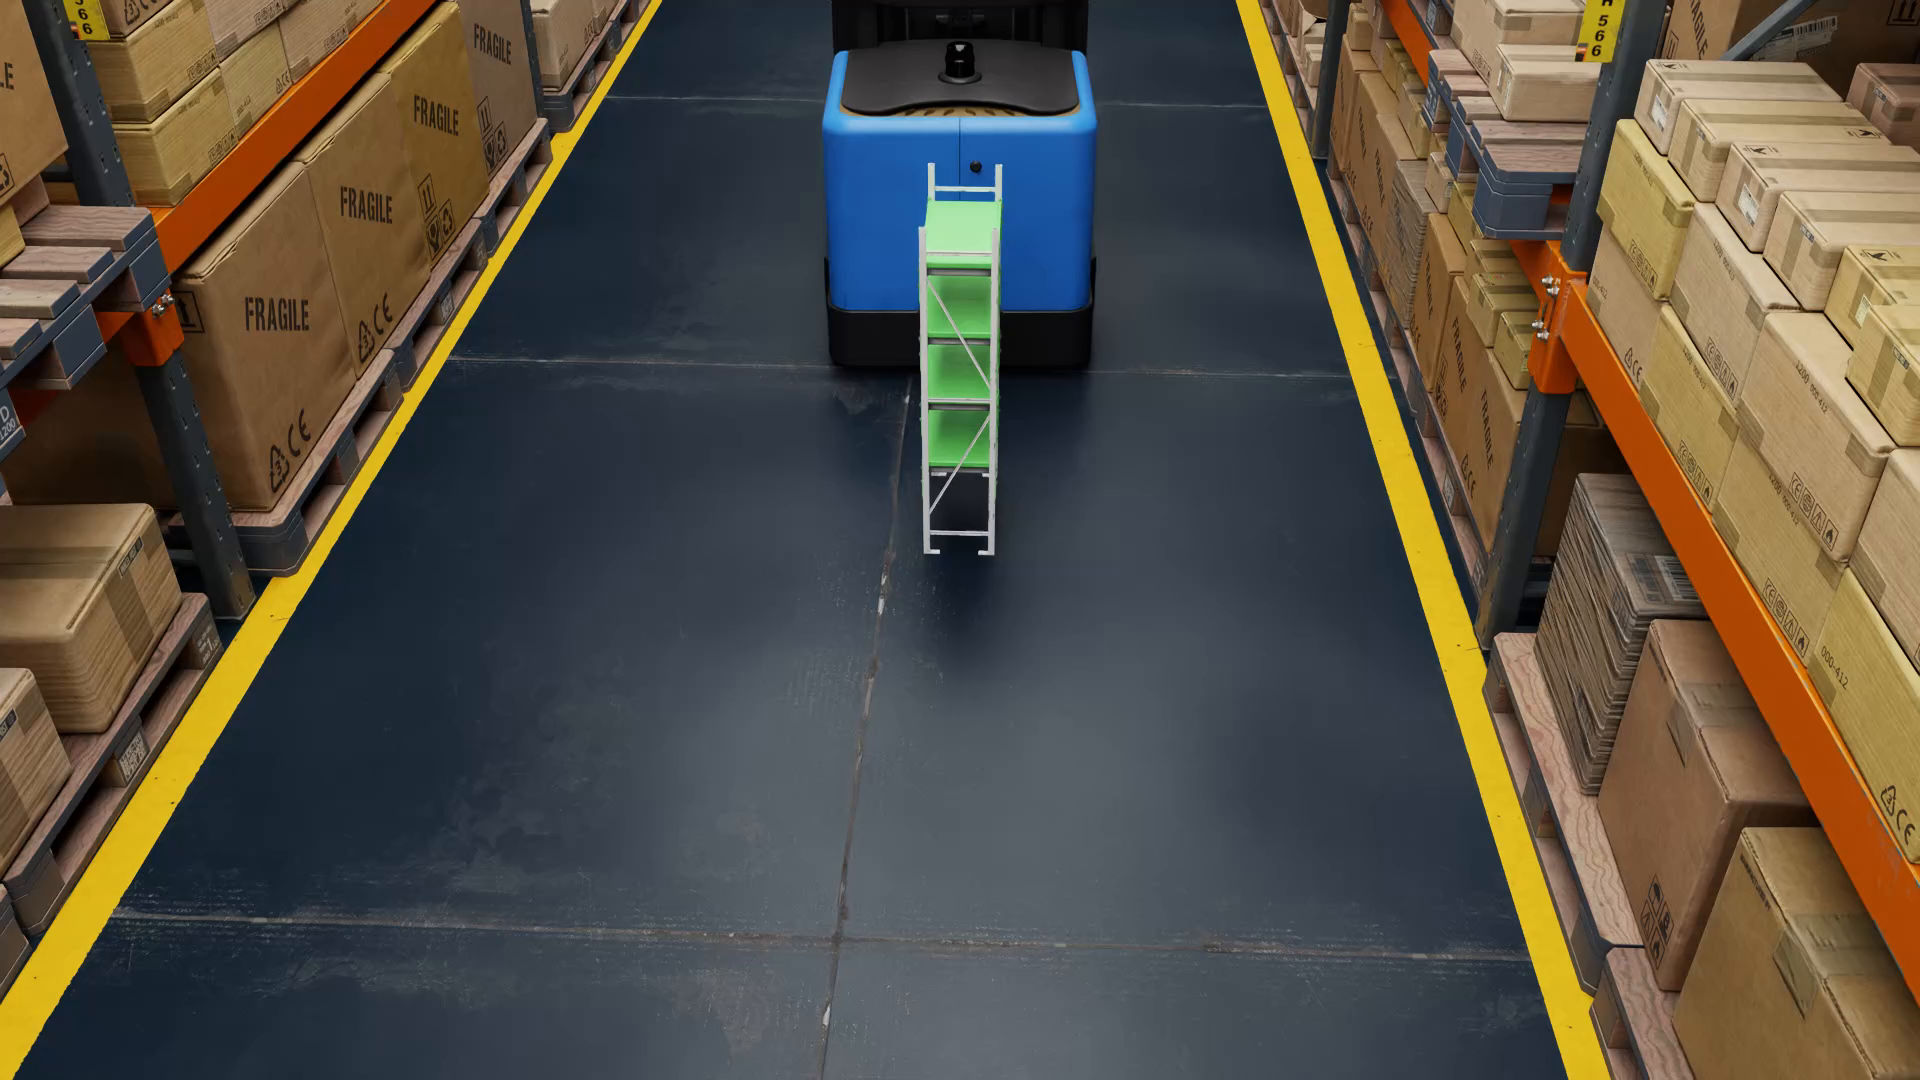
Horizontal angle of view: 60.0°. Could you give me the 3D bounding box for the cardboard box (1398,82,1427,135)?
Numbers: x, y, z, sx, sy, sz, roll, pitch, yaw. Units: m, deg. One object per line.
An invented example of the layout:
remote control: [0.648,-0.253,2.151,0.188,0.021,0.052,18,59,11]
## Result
cardboard box: [2.049,-1.798,6.944,0.380,0.149,0.250,1,35,2]

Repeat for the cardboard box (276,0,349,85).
cardboard box: [-2.512,-1.817,5.857,0.500,0.250,0.500,2,35,3]

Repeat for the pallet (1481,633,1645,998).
pallet: [2.074,0.719,4.543,1.003,0.211,1.213,1,35,2]

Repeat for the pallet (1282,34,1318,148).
pallet: [2.336,-2.446,9.047,1.003,0.211,1.213,1,35,2]

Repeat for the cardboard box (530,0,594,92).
cardboard box: [-2.520,-2.786,8.969,0.875,0.438,0.875,1,35,1]

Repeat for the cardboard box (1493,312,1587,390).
cardboard box: [1.913,-0.598,5.237,0.380,0.149,0.250,0,35,0]

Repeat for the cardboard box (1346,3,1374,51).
cardboard box: [2.027,-2.407,7.810,0.380,0.149,0.250,3,35,4]

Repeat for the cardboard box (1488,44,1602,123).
cardboard box: [1.789,-1.349,4.914,0.380,0.149,0.250,2,35,3]

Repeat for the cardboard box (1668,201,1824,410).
cardboard box: [1.863,-0.500,3.549,0.500,0.250,0.500,2,35,3]

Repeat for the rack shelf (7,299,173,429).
rack shelf: [-2.894,0.437,3.145,1.077,0.370,4.000,1,35,2]

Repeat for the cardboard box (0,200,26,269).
cardboard box: [-2.530,-0.726,4.028,0.380,0.149,0.250,2,35,3]

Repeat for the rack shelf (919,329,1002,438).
rack shelf: [0.007,-0.534,5.577,0.258,0.148,0.480,1,35,2]

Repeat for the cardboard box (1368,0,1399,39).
cardboard box: [2.064,-2.378,7.511,0.380,0.149,0.250,0,35,0]

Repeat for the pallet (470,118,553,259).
pallet: [-2.608,-1.719,8.012,1.003,0.211,1.213,1,35,2]

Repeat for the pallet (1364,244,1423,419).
pallet: [2.266,-0.880,6.819,1.003,0.211,1.213,1,35,2]

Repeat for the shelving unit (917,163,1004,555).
shelving unit: [0.007,-0.586,5.540,0.258,1.200,0.503,1,35,2]

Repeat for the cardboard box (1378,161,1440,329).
cardboard box: [2.000,-1.178,6.626,0.500,0.500,0.500,0,35,0]

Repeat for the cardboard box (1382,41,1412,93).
cardboard box: [2.094,-2.098,7.371,0.380,0.149,0.250,0,35,-1]

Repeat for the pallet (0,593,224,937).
pallet: [-2.846,0.583,4.736,1.003,0.211,1.213,1,35,2]

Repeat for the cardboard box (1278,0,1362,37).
cardboard box: [2.234,-3.204,9.508,0.700,0.500,0.500,0,35,0]

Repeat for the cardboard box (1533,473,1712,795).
cardboard box: [2.108,0.264,4.466,0.875,0.625,0.625,2,35,3]

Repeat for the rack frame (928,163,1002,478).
rack frame: [0.016,-0.726,5.740,0.240,1.200,0.015,1,35,2]

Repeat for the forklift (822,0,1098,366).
forklift: [0.000,-2.702,7.045,1.130,2.935,3.031,0,35,0]

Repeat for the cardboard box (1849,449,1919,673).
cardboard box: [1.829,0.094,2.703,0.500,0.250,0.500,2,35,3]

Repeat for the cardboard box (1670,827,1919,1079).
cardboard box: [2.063,1.026,3.381,0.875,0.625,0.625,0,35,0]

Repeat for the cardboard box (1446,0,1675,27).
cardboard box: [2.027,-2.050,5.603,0.797,0.503,0.637,1,35,1]

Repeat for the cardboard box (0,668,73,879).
cardboard box: [-2.868,0.645,4.143,0.950,0.372,0.625,1,35,1]

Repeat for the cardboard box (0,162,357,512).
cardboard box: [-2.703,-0.704,5.626,0.875,0.875,0.875,1,35,1]

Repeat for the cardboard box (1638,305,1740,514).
cardboard box: [1.859,-0.295,3.691,0.500,0.250,0.500,1,35,1]

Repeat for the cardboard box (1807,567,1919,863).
cardboard box: [1.823,0.300,2.846,0.500,0.250,0.500,2,35,3]

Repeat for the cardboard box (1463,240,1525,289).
cardboard box: [1.948,-0.906,5.675,0.380,0.149,0.250,0,35,0]

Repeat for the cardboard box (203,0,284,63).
cardboard box: [-2.524,-1.732,5.301,0.500,0.250,0.500,2,35,3]

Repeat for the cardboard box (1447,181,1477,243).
cardboard box: [2.013,-1.200,6.093,0.380,0.149,0.250,1,35,1]

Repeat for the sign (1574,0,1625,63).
sign: [1.604,-1.342,4.113,0.100,0.325,0.005,1,35,2]

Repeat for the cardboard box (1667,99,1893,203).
cardboard box: [1.830,-0.871,3.729,0.380,0.149,0.250,2,35,3]

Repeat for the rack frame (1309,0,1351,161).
rack frame: [2.307,-3.192,7.683,1.000,3.000,0.127,1,35,2]

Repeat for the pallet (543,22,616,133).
pallet: [-2.544,-2.599,9.264,1.003,0.211,1.213,1,35,2]

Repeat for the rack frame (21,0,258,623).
rack frame: [-2.813,-1.007,4.573,1.000,3.000,0.127,1,35,2]

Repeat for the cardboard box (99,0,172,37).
cardboard box: [-2.549,-1.734,4.652,0.500,0.500,0.500,0,35,0]

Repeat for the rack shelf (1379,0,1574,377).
rack shelf: [2.227,-1.749,6.255,1.077,0.370,4.000,1,35,2]

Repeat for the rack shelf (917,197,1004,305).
rack shelf: [0.007,-0.926,5.301,0.258,0.148,0.480,1,35,2]

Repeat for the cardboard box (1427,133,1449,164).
cardboard box: [2.055,-1.499,6.519,0.380,0.149,0.250,1,35,2]

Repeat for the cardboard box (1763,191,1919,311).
cardboard box: [1.847,-0.572,3.304,0.380,0.149,0.250,2,35,2]

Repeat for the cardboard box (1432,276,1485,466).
cardboard box: [1.979,-0.578,5.773,0.500,0.500,0.500,1,35,1]

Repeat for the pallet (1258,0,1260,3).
pallet: [2.434,-3.848,11.041,1.003,0.211,1.213,1,35,2]

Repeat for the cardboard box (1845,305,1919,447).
cardboard box: [1.798,-0.282,2.892,0.380,0.149,0.250,2,35,3]

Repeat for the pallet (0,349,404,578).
pallet: [-2.706,-0.317,6.017,1.003,0.211,1.213,1,35,2]

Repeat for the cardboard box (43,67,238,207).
cardboard box: [-2.542,-1.221,5.008,0.500,0.250,0.500,1,35,1]

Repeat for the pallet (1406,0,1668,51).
pallet: [2.220,-1.933,6.059,1.003,0.211,1.213,1,35,2]

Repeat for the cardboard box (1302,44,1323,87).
cardboard box: [2.036,-2.524,8.847,0.380,0.149,0.250,0,35,0]

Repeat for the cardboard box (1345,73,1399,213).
cardboard box: [2.051,-1.762,7.458,0.500,0.500,0.500,1,35,1]

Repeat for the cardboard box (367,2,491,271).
cardboard box: [-2.626,-1.730,7.085,0.875,0.875,0.875,2,35,3]
